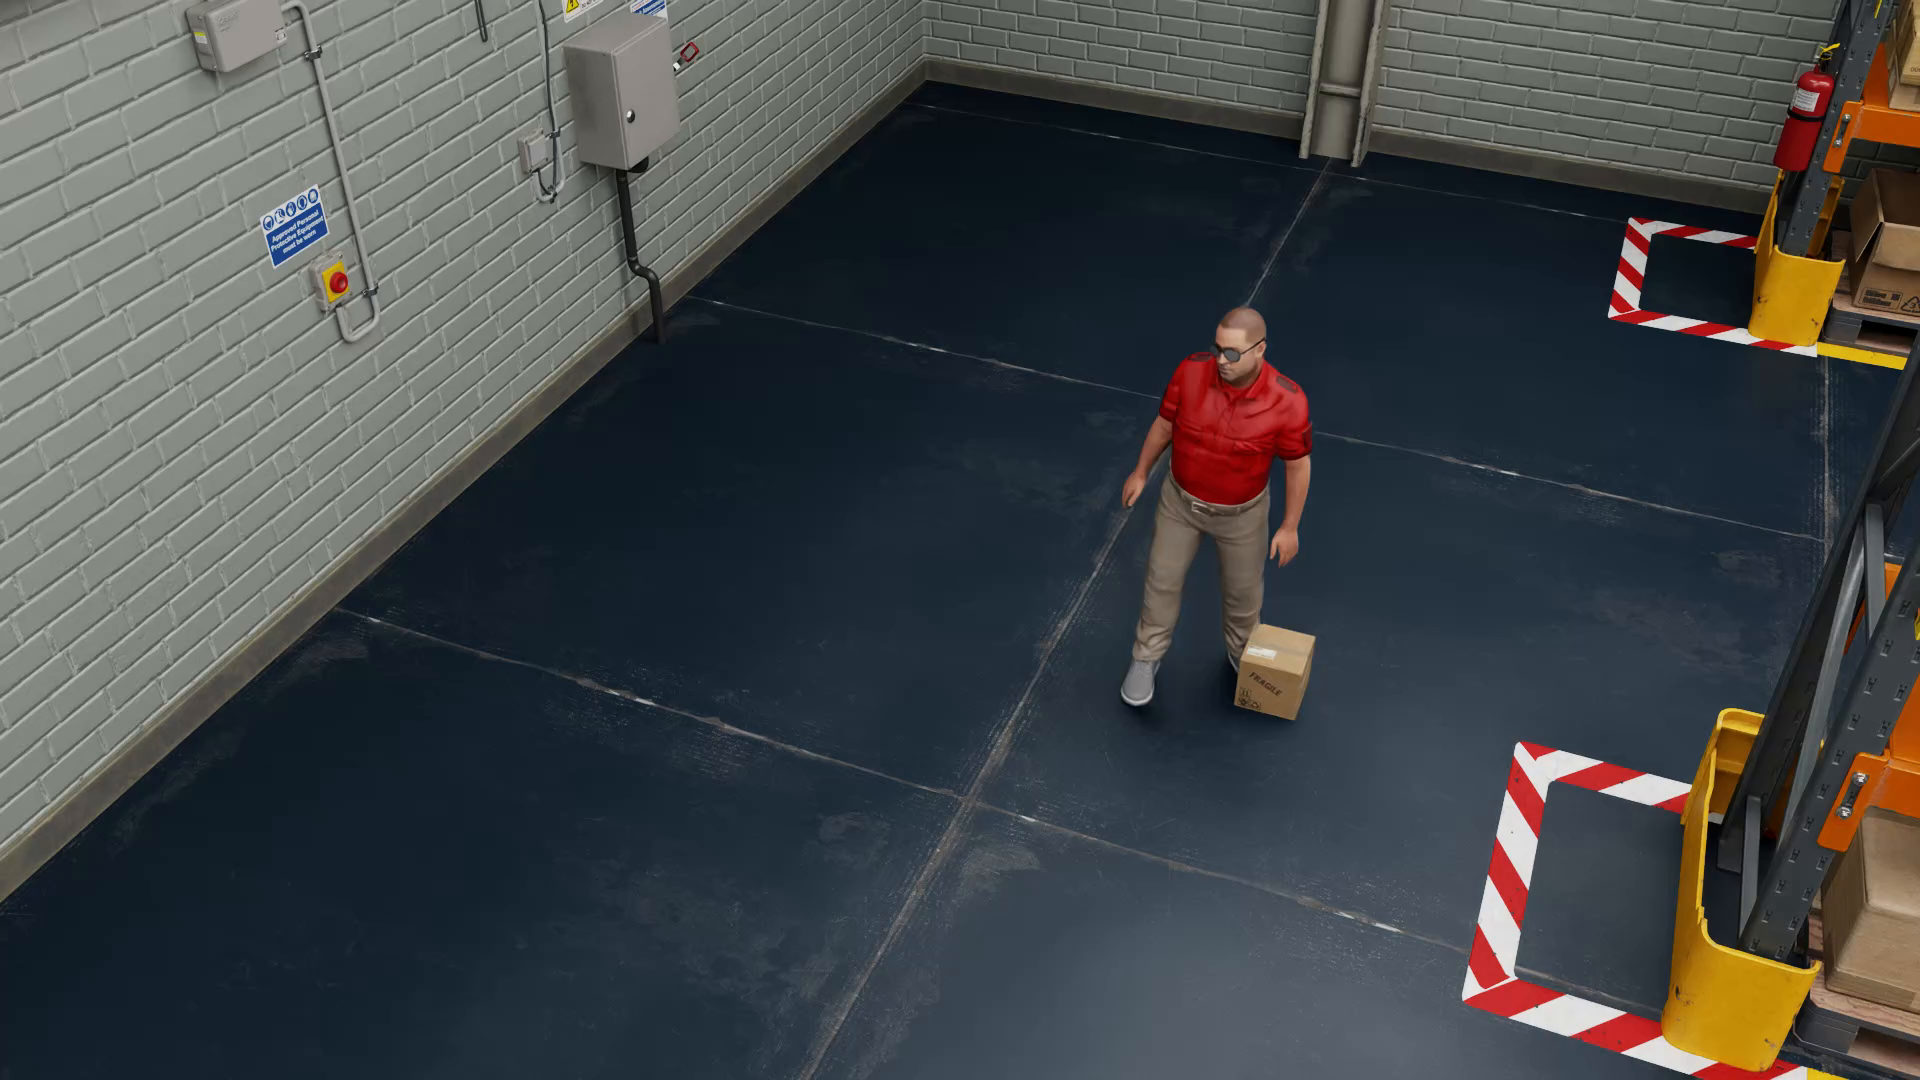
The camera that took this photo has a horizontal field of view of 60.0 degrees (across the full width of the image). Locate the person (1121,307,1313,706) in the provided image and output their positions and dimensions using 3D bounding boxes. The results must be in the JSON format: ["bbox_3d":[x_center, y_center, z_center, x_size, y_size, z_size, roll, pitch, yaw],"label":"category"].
[{"bbox_3d":[0.930,-0.107,6.266,0.716,1.728,0.536,15,40,18],"label":"person"}]
